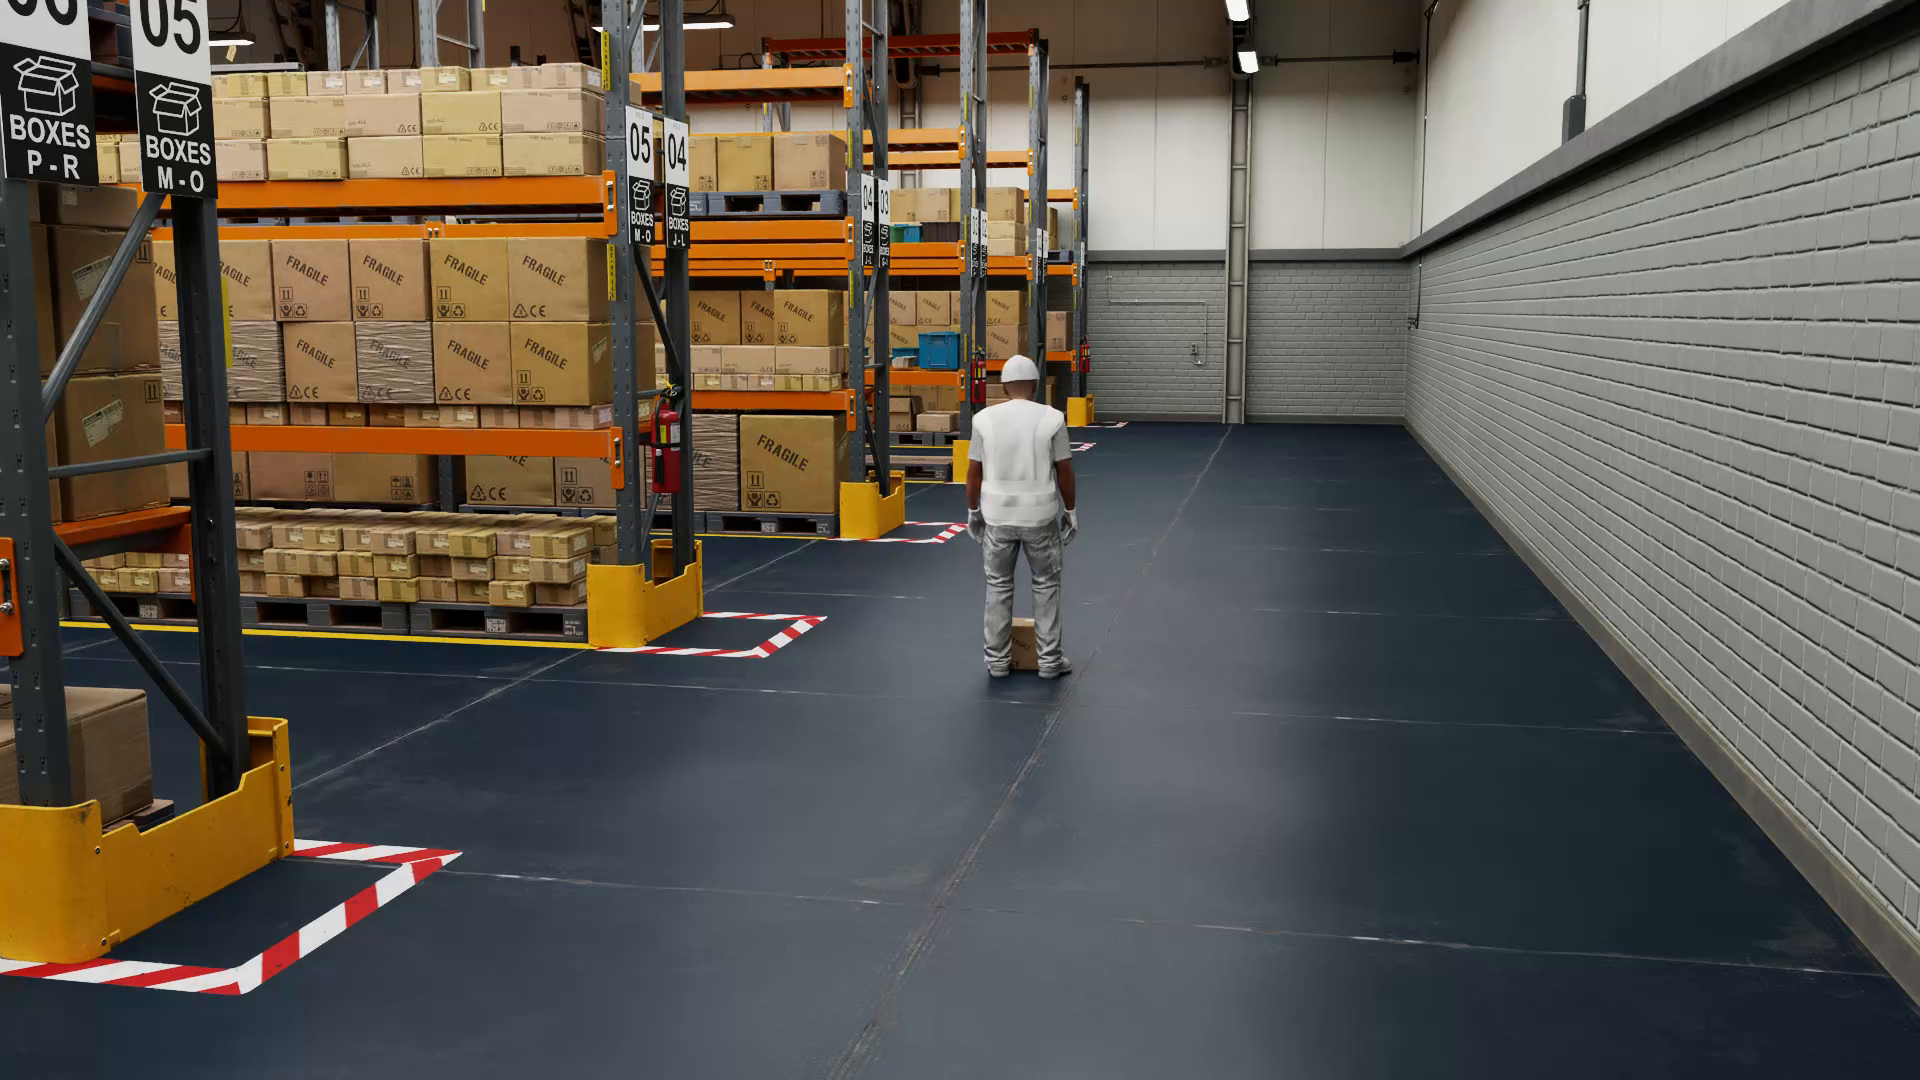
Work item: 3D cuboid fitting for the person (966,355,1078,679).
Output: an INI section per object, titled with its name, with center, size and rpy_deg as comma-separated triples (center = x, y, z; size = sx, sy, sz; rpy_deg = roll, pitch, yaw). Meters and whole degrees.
[person]
center = 0.343, -0.128, 9.197
size = 0.615, 1.773, 0.448
rpy_deg = 1, 8, 10
